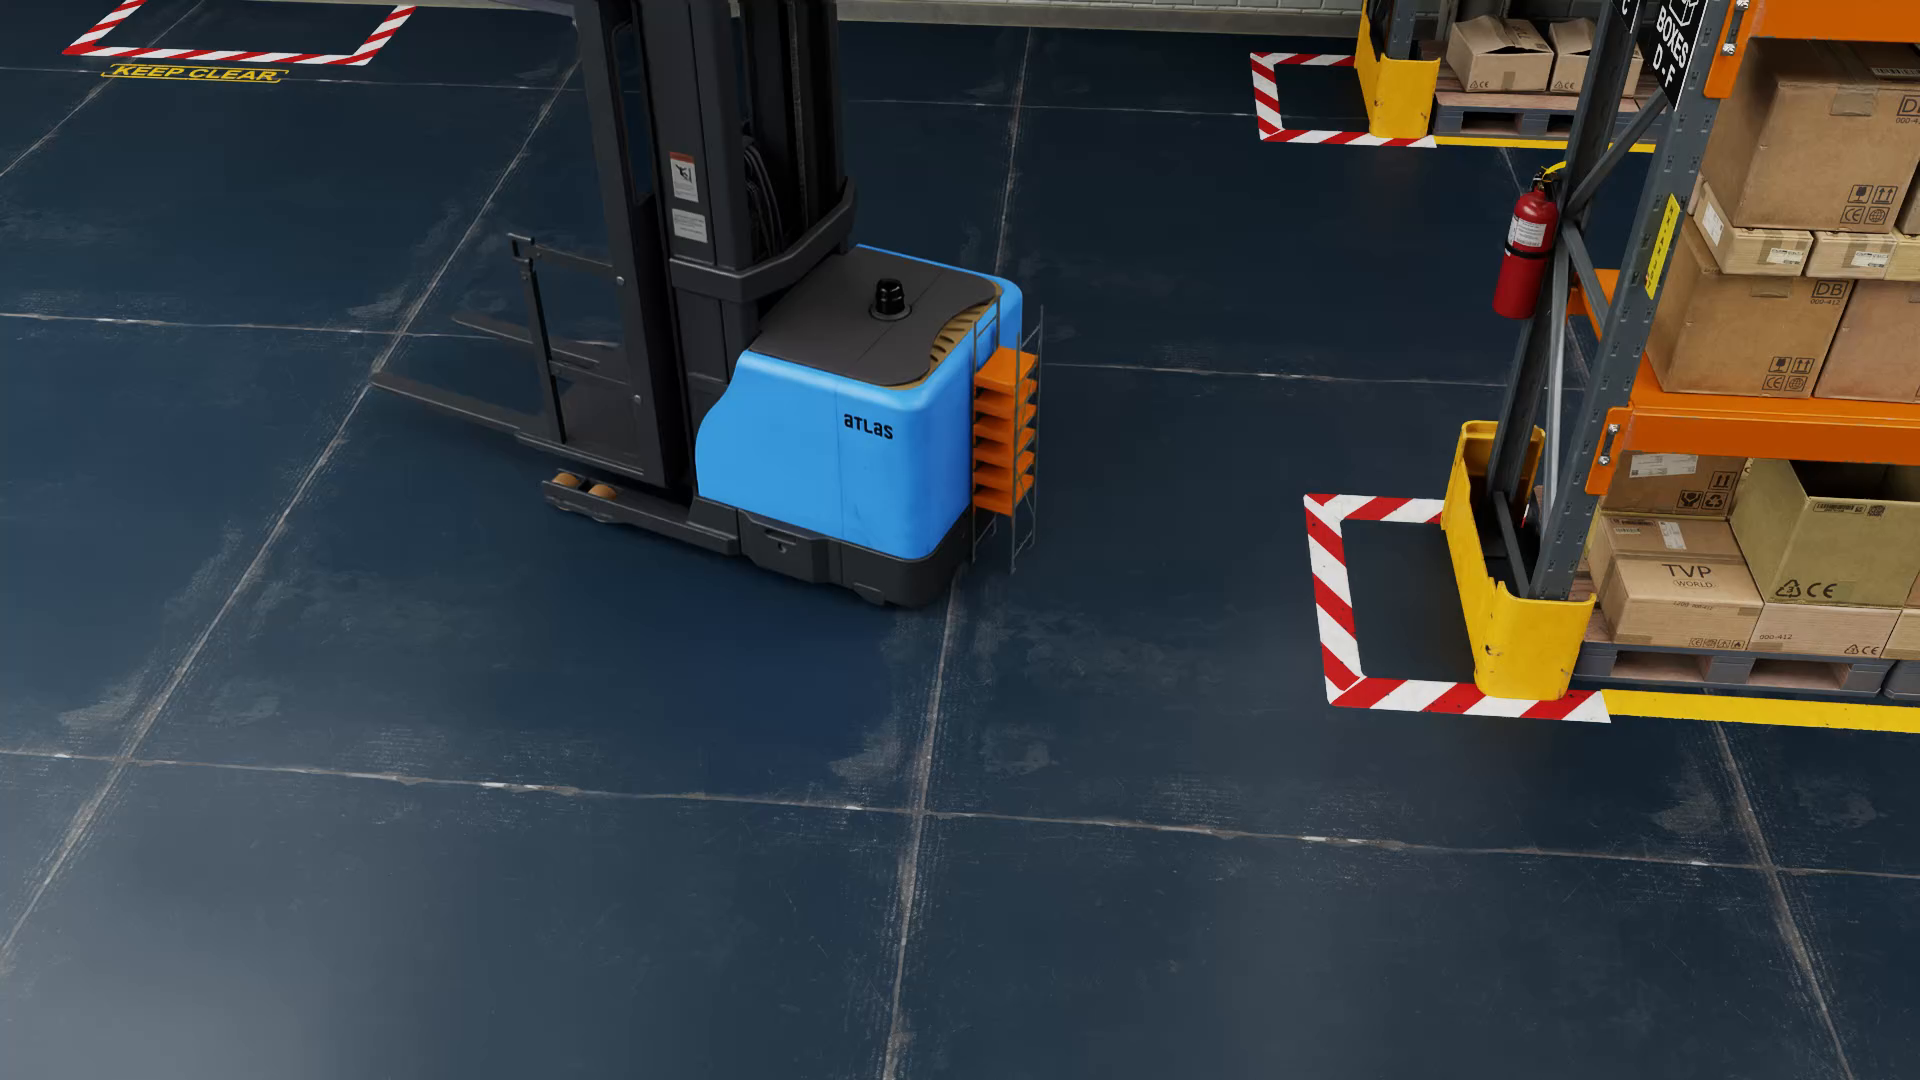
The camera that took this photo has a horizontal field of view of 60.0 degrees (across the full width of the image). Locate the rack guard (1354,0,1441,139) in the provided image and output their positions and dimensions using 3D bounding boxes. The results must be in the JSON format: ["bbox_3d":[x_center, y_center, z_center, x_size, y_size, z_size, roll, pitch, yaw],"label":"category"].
[{"bbox_3d":[2.774,-3.051,10.602,0.348,0.500,1.175,3,39,4],"label":"rack guard"}]

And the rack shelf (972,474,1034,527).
[{"bbox_3d":[0.187,-0.189,6.982,0.180,0.103,0.258,17,42,20],"label":"rack shelf"}]

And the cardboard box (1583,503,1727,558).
[{"bbox_3d":[2.834,-0.162,6.918,0.500,0.250,0.500,3,39,4],"label":"cardboard box"}]

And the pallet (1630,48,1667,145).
[{"bbox_3d":[4.792,-2.804,10.528,1.213,0.211,1.003,3,39,4],"label":"pallet"}]

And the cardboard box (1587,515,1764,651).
[{"bbox_3d":[2.789,0.164,6.518,0.500,0.250,0.500,3,39,4],"label":"cardboard box"}]

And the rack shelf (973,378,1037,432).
[{"bbox_3d":[0.187,-0.561,6.679,0.180,0.103,0.258,17,42,20],"label":"rack shelf"}]

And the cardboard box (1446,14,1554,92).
[{"bbox_3d":[3.379,-3.058,10.412,0.500,0.311,0.500,-1,39,-1],"label":"cardboard box"}]

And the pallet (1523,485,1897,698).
[{"bbox_3d":[3.040,0.188,6.851,1.213,0.211,1.003,3,39,4],"label":"pallet"}]

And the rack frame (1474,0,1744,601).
[{"bbox_3d":[2.274,-0.909,5.990,0.127,3.000,1.000,3,39,4],"label":"rack frame"}]

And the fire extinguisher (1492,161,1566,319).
[{"bbox_3d":[2.196,-1.177,6.381,0.183,0.674,0.296,3,39,4],"label":"fire extinguisher"}]

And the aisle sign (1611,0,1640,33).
[{"bbox_3d":[2.234,-2.105,5.401,0.004,0.787,0.394,3,39,4],"label":"aisle sign"}]

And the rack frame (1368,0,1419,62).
[{"bbox_3d":[2.698,-4.024,9.818,0.127,3.000,1.000,3,39,4],"label":"rack frame"}]

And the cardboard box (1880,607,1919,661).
[{"bbox_3d":[3.786,0.217,6.453,0.500,0.250,0.500,3,39,4],"label":"cardboard box"}]

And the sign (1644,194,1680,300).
[{"bbox_3d":[2.220,-0.926,5.263,0.005,0.325,0.100,3,39,4],"label":"sign"}]

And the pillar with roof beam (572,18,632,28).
[{"bbox_3d":[-2.879,-4.476,5.621,0.400,9.000,9.100,3,39,4],"label":"pillar with roof beam"}]

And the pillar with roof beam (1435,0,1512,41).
[{"bbox_3d":[3.098,-4.149,5.219,0.400,9.000,9.100,3,39,4],"label":"pillar with roof beam"}]

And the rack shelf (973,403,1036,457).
[{"bbox_3d":[0.187,-0.468,6.755,0.180,0.103,0.258,17,42,20],"label":"rack shelf"}]

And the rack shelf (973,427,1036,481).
[{"bbox_3d":[0.187,-0.375,6.831,0.180,0.103,0.258,17,42,20],"label":"rack shelf"}]

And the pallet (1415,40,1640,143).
[{"bbox_3d":[3.580,-2.872,10.611,1.213,0.211,1.003,3,39,4],"label":"pallet"}]

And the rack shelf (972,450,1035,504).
[{"bbox_3d":[0.187,-0.282,6.907,0.180,0.103,0.258,17,42,20],"label":"rack shelf"}]

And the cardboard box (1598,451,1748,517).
[{"bbox_3d":[2.834,-0.454,6.683,0.500,0.500,0.500,3,39,4],"label":"cardboard box"}]

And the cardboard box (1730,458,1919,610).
[{"bbox_3d":[3.288,-0.101,6.249,0.500,0.500,0.500,3,39,4],"label":"cardboard box"}]

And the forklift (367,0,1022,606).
[{"bbox_3d":[-1.285,-1.497,6.767,3.031,2.935,1.130,17,42,20],"label":"forklift"}]

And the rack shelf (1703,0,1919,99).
[{"bbox_3d":[4.267,-1.684,5.136,4.000,0.370,1.077,3,39,4],"label":"rack shelf"}]

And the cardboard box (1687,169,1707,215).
[{"bbox_3d":[2.671,-1.298,5.875,0.250,0.149,0.380,3,39,3],"label":"cardboard box"}]

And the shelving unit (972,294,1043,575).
[{"bbox_3d":[0.187,-0.410,6.803,0.189,1.200,0.258,17,42,20],"label":"shelving unit"}]

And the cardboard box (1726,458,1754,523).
[{"bbox_3d":[3.333,-0.142,6.894,0.500,0.250,0.500,3,39,4],"label":"cardboard box"}]

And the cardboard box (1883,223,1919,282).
[{"bbox_3d":[3.158,-1.015,5.528,0.250,0.149,0.380,3,39,4],"label":"cardboard box"}]

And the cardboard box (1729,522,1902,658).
[{"bbox_3d":[3.288,0.189,6.487,0.500,0.250,0.500,3,39,4],"label":"cardboard box"}]

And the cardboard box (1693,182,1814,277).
[{"bbox_3d":[2.646,-1.042,5.561,0.250,0.149,0.380,3,39,4],"label":"cardboard box"}]

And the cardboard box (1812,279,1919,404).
[{"bbox_3d":[3.262,-0.888,5.886,0.500,0.500,0.700,4,39,5],"label":"cardboard box"}]

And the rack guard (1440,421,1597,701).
[{"bbox_3d":[2.250,0.060,6.781,0.348,0.500,1.175,3,39,4],"label":"rack guard"}]

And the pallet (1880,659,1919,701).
[{"bbox_3d":[4.252,0.256,6.768,1.213,0.211,1.003,3,39,4],"label":"pallet"}]

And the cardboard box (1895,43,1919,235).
[{"bbox_3d":[3.315,-1.389,5.473,0.500,0.500,0.700,2,39,3],"label":"cardboard box"}]

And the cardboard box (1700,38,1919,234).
[{"bbox_3d":[2.791,-1.414,5.504,0.500,0.500,0.700,3,39,4],"label":"cardboard box"}]

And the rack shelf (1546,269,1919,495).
[{"bbox_3d":[4.267,-0.521,6.083,4.000,0.370,1.077,3,39,4],"label":"rack shelf"}]

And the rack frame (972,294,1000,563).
[{"bbox_3d":[0.105,-0.434,6.833,0.006,1.200,0.240,17,42,20],"label":"rack frame"}]

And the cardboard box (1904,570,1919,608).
[{"bbox_3d":[3.787,-0.082,6.225,0.500,0.500,0.500,3,39,4],"label":"cardboard box"}]

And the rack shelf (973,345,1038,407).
[{"bbox_3d":[0.187,-0.654,6.603,0.180,0.103,0.258,17,42,20],"label":"rack shelf"}]

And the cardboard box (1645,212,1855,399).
[{"bbox_3d":[2.738,-0.914,5.917,0.500,0.500,0.700,3,39,4],"label":"cardboard box"}]

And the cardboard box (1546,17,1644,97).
[{"bbox_3d":[3.947,-3.027,10.374,0.500,0.311,0.500,6,40,8],"label":"cardboard box"}]

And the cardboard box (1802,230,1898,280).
[{"bbox_3d":[2.910,-1.029,5.545,0.250,0.149,0.380,2,39,3],"label":"cardboard box"}]

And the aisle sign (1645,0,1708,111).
[{"bbox_3d":[2.182,-1.728,4.937,0.004,0.787,0.394,3,39,4],"label":"aisle sign"}]

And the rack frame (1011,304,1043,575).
[{"bbox_3d":[0.270,-0.385,6.772,0.006,1.200,0.240,17,42,20],"label":"rack frame"}]
